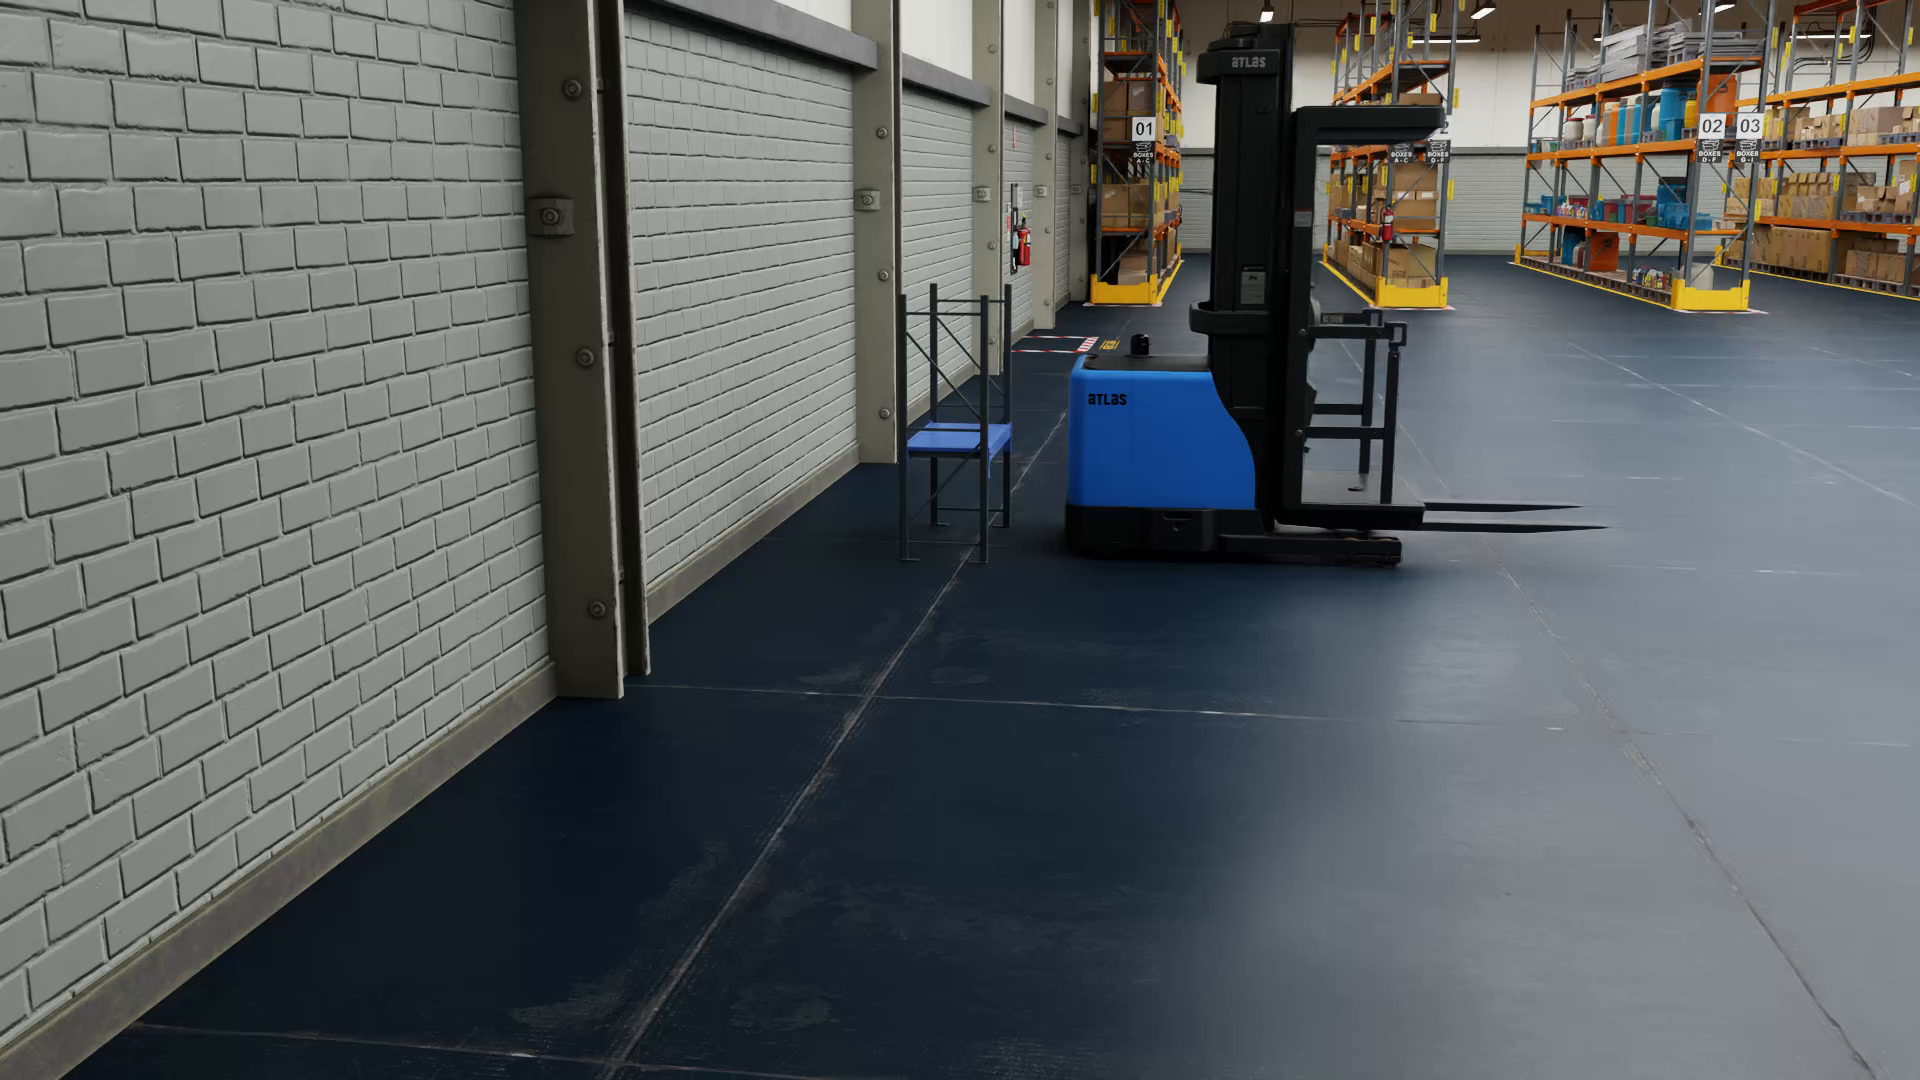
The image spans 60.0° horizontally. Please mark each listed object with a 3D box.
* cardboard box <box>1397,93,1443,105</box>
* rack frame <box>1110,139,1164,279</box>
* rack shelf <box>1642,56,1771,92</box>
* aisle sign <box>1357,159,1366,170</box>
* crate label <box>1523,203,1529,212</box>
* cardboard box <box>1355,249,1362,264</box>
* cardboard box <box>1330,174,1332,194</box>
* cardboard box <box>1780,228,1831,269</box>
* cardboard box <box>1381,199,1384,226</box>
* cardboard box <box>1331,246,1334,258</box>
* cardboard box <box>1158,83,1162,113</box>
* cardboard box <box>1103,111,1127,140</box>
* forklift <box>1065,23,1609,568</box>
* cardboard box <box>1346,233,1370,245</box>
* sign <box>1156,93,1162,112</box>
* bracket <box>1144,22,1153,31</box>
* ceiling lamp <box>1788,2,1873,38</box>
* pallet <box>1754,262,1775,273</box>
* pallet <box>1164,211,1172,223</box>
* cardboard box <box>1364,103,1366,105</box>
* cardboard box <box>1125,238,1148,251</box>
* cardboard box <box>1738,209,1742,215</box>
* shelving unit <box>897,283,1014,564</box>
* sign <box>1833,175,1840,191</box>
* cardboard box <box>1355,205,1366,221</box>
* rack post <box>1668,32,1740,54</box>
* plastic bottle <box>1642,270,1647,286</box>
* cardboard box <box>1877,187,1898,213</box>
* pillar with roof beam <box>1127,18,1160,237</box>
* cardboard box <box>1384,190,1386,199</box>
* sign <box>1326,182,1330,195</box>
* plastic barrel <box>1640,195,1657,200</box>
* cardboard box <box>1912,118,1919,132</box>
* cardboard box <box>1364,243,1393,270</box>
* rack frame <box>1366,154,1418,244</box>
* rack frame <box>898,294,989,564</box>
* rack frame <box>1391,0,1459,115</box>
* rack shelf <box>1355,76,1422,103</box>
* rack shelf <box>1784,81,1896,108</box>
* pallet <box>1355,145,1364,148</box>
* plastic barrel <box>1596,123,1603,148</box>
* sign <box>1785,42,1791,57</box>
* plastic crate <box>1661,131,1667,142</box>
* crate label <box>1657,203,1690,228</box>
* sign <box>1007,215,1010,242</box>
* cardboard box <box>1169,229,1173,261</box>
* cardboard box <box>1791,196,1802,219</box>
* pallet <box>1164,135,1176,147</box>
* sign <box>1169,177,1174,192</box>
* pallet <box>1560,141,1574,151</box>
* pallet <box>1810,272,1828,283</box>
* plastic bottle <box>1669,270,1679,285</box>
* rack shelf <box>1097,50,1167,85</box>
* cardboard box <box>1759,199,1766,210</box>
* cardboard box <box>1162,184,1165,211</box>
[{"bbox_3d":[7.885,-7.424,28.626,0.797,0.503,0.637,3,12,13],"label":"cardboard box"},{"bbox_3d":[3.513,-6.506,33.063,1.000,3.000,0.127,2,12,9],"label":"rack frame"},{"bbox_3d":[12.994,-8.154,29.127,1.077,0.370,4.000,2,12,9],"label":"rack shelf"},{"bbox_3d":[10.567,-10.119,43.659,0.394,0.787,0.004,2,12,9],"label":"aisle sign"},{"bbox_3d":[14.784,-8.590,42.987,0.416,0.233,0.303,2,12,9],"label":"crate label"},{"bbox_3d":[8.340,-5.788,33.927,0.500,0.311,0.500,2,12,8],"label":"cardboard box"},{"bbox_3d":[9.925,-9.298,43.408,0.500,0.500,0.500,2,12,10],"label":"cardboard box"},{"bbox_3d":[19.211,-6.537,37.251,1.225,0.875,0.875,1,12,7],"label":"cardboard box"},{"bbox_3d":[8.190,-6.088,30.887,0.700,0.500,0.500,2,12,9],"label":"cardboard box"},{"bbox_3d":[9.561,-7.196,41.603,0.500,0.311,0.500,2,12,9],"label":"cardboard box"},{"bbox_3d":[3.324,-7.862,29.578,0.500,0.500,0.500,2,12,8],"label":"cardboard box"},{"bbox_3d":[2.711,-7.293,29.311,0.500,0.500,0.500,3,12,13],"label":"cardboard box"},{"bbox_3d":[2.157,-1.395,9.509,3.031,2.935,1.130,1,12,6],"label":"forklift"},{"bbox_3d":[8.939,-6.753,37.317,0.500,0.250,0.500,2,12,11],"label":"cardboard box"},{"bbox_3d":[3.434,-7.549,28.709,0.100,0.325,0.005,2,12,9],"label":"sign"},{"bbox_3d":[5.206,-14.189,45.926,0.235,0.232,0.430,2,12,9],"label":"bracket"},{"bbox_3d":[22.959,-14.785,43.384,2.000,3.185,0.800,2,12,9],"label":"ceiling lamp"},{"bbox_3d":[19.620,-6.483,39.572,1.003,0.211,1.213,2,12,9],"label":"pallet"},{"bbox_3d":[3.774,-6.567,33.799,1.003,0.211,1.213,2,12,9],"label":"pallet"},{"bbox_3d":[9.175,-9.380,36.666,0.500,0.500,0.500,2,12,9],"label":"cardboard box"},{"bbox_3d":[3.674,-6.111,34.340,0.500,0.250,0.500,2,12,7],"label":"cardboard box"},{"bbox_3d":[19.504,-8.123,41.160,0.380,0.149,0.250,2,12,8],"label":"cardboard box"},{"bbox_3d":[-0.013,-0.715,9.753,0.538,1.500,1.048,2,12,9],"label":"shelving unit"},{"bbox_3d":[18.262,-7.441,34.651,0.100,0.325,0.005,2,12,9],"label":"sign"},{"bbox_3d":[8.694,-6.956,35.360,0.500,0.311,0.500,2,12,8],"label":"cardboard box"},{"bbox_3d":[12.954,-8.653,28.962,0.937,0.300,0.954,2,12,8],"label":"rack post"},{"bbox_3d":[12.672,-4.845,30.760,0.061,0.283,0.133,2,12,11],"label":"plastic bottle"},{"bbox_3d":[18.371,-6.644,32.462,0.797,0.503,0.637,3,13,14],"label":"cardboard box"},{"bbox_3d":[9.172,-12.387,46.113,9.100,9.000,0.548,2,12,9],"label":"pillar with roof beam"},{"bbox_3d":[7.861,-6.235,30.028,0.380,0.149,0.250,2,12,10],"label":"cardboard box"},{"bbox_3d":[9.717,-9.285,43.903,0.100,0.325,0.005,2,12,9],"label":"sign"},{"bbox_3d":[13.778,-6.596,33.159,0.433,0.535,0.433,0,12,0],"label":"plastic barrel"},{"bbox_3d":[18.241,-7.829,31.406,0.396,0.266,0.258,2,12,11],"label":"cardboard box"},{"bbox_3d":[7.958,-5.383,31.603,0.500,0.500,0.500,2,12,9],"label":"cardboard box"},{"bbox_3d":[8.408,-6.346,32.322,1.000,3.000,0.127,2,12,9],"label":"rack frame"},{"bbox_3d":[-0.091,-0.610,9.262,0.500,1.500,0.032,2,12,9],"label":"rack frame"},{"bbox_3d":[7.793,-8.446,27.826,1.000,3.000,0.127,2,12,9],"label":"rack frame"},{"bbox_3d":[8.715,-9.148,33.739,1.077,0.370,4.000,2,12,9],"label":"rack shelf"},{"bbox_3d":[19.119,-9.659,36.110,1.077,0.370,4.000,2,12,9],"label":"rack shelf"},{"bbox_3d":[9.007,-8.409,35.220,1.213,0.211,1.003,2,12,11],"label":"pallet"},{"bbox_3d":[13.566,-8.484,34.855,0.421,0.512,0.421,0,12,0],"label":"plastic barrel"},{"bbox_3d":[18.882,-11.180,37.916,0.100,0.325,0.005,2,12,9],"label":"sign"},{"bbox_3d":[12.790,-7.228,29.796,0.336,0.188,0.450,2,12,9],"label":"plastic crate"},{"bbox_3d":[12.702,-5.762,29.524,0.502,0.435,0.616,2,12,9],"label":"crate label"},{"bbox_3d":[0.623,-3.991,21.306,0.001,0.329,0.234,2,12,9],"label":"sign"},{"bbox_3d":[4.638,-7.001,39.466,0.750,0.750,0.750,2,12,10],"label":"cardboard box"},{"bbox_3d":[18.955,-7.442,37.170,0.500,0.500,0.500,2,12,7],"label":"cardboard box"},{"bbox_3d":[3.713,-8.006,33.347,1.213,0.211,1.003,2,12,9],"label":"pallet"},{"bbox_3d":[4.665,-7.850,36.740,0.100,0.325,0.005,2,12,9],"label":"sign"},{"bbox_3d":[14.508,-9.058,38.233,1.213,0.211,1.003,2,12,9],"label":"pallet"},{"bbox_3d":[19.007,-5.656,35.736,1.003,0.211,1.213,2,12,9],"label":"pallet"},{"bbox_3d":[13.308,-4.885,30.961,0.152,0.276,0.135,2,12,9],"label":"plastic bottle"},{"bbox_3d":[3.205,-8.669,30.575,1.077,0.370,4.000,2,12,9],"label":"rack shelf"},{"bbox_3d":[19.312,-7.970,39.507,0.500,0.250,0.500,2,12,10],"label":"cardboard box"},{"bbox_3d":[3.674,-6.597,32.011,0.500,0.500,0.500,2,12,8],"label":"cardboard box"}]
